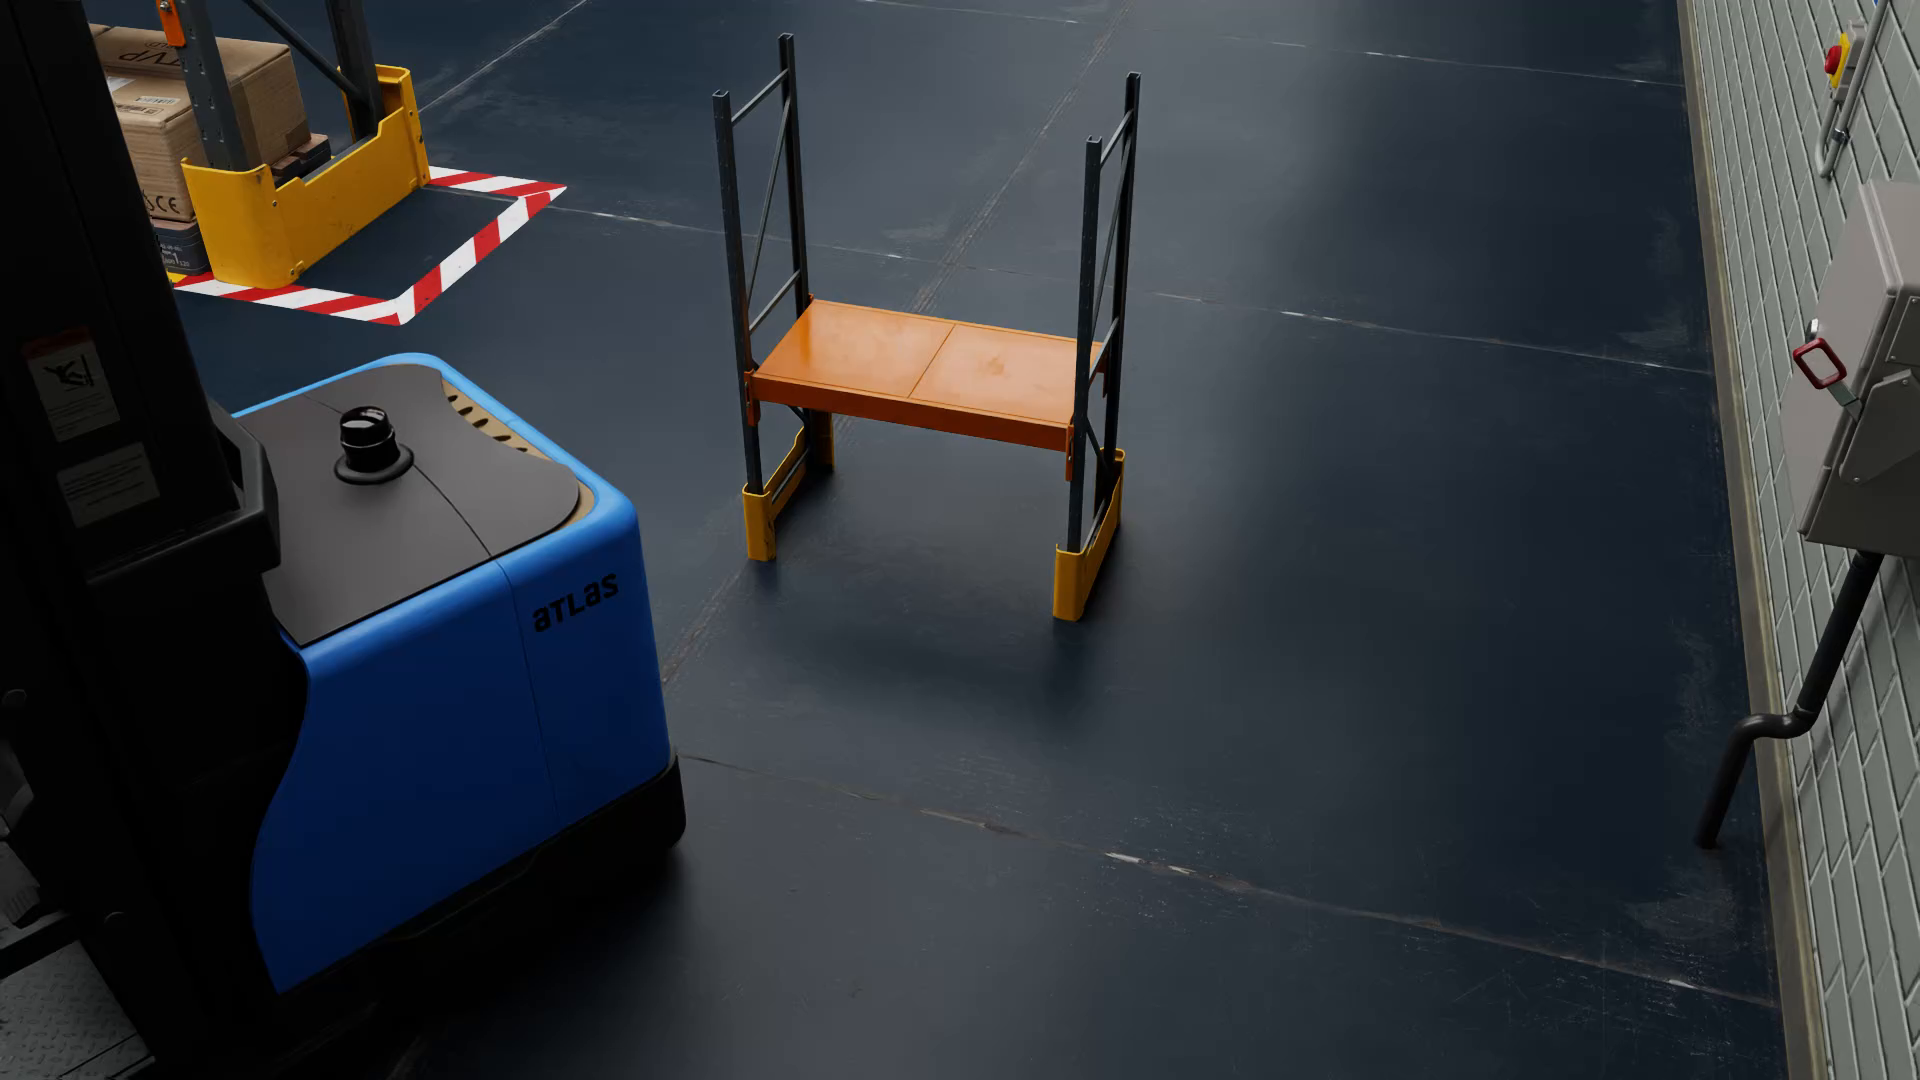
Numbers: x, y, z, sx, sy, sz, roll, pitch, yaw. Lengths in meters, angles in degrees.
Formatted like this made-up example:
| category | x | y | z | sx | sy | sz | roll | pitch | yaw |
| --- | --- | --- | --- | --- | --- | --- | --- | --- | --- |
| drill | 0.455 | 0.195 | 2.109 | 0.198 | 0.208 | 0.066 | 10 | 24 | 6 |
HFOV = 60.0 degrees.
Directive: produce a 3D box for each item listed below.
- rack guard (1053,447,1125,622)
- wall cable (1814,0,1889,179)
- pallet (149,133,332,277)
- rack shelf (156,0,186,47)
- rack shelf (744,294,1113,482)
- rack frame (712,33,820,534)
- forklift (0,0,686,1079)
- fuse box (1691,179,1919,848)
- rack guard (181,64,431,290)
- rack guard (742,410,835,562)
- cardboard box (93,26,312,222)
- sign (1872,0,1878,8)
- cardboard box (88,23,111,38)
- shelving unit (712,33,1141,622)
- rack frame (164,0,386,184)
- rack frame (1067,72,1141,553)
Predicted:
| category | x | y | z | sx | sy | sz | roll | pitch | yaw |
| --- | --- | --- | --- | --- | --- | --- | --- | --- | --- |
| rack guard | 0.403 | -0.026 | 5.153 | 0.087 | 0.250 | 0.587 | 10 | 38 | 14 |
| wall cable | 2.643 | -2.009 | 4.645 | 0.123 | 1.953 | 0.585 | 10 | 38 | 14 |
| pallet | -3.533 | -1.545 | 7.250 | 1.213 | 0.211 | 1.003 | 10 | 38 | 14 |
| rack shelf | -4.656 | -2.635 | 6.985 | 4.000 | 0.370 | 1.077 | 10 | 38 | 14 |
| rack shelf | -0.081 | -0.474 | 5.011 | 1.000 | 0.185 | 0.538 | 10 | 38 | 14 |
| rack frame | -0.567 | -0.709 | 5.027 | 0.032 | 1.500 | 0.500 | 10 | 38 | 14 |
| forklift | -2.116 | -0.007 | 2.866 | 3.031 | 2.935 | 1.130 | -29 | 45 | -33 |
| fuse box | 1.877 | 0.094 | 3.757 | 0.414 | 1.711 | 0.539 | 10 | 38 | 14 |
| rack guard | -2.724 | -1.560 | 7.026 | 0.348 | 0.500 | 1.175 | 10 | 38 | 14 |
| rack guard | -0.548 | -0.202 | 5.392 | 0.087 | 0.250 | 0.587 | 10 | 38 | 14 |
| cardboard box | -3.406 | -1.768 | 7.008 | 0.875 | 0.438 | 0.875 | 9 | 37 | 12 |
| sign | 2.715 | -1.713 | 4.897 | 0.001 | 0.218 | 0.327 | 10 | 38 | 14 |
| cardboard box | -4.282 | -1.925 | 7.221 | 0.875 | 0.438 | 0.875 | 11 | 38 | 15 |
| shelving unit | -0.073 | -0.618 | 4.902 | 1.083 | 1.500 | 0.587 | 10 | 38 | 14 |
| rack frame | -2.747 | -2.571 | 6.291 | 0.127 | 3.000 | 1.000 | 10 | 38 | 14 |
| rack frame | 0.404 | -0.529 | 4.783 | 0.032 | 1.500 | 0.500 | 10 | 38 | 14 |
